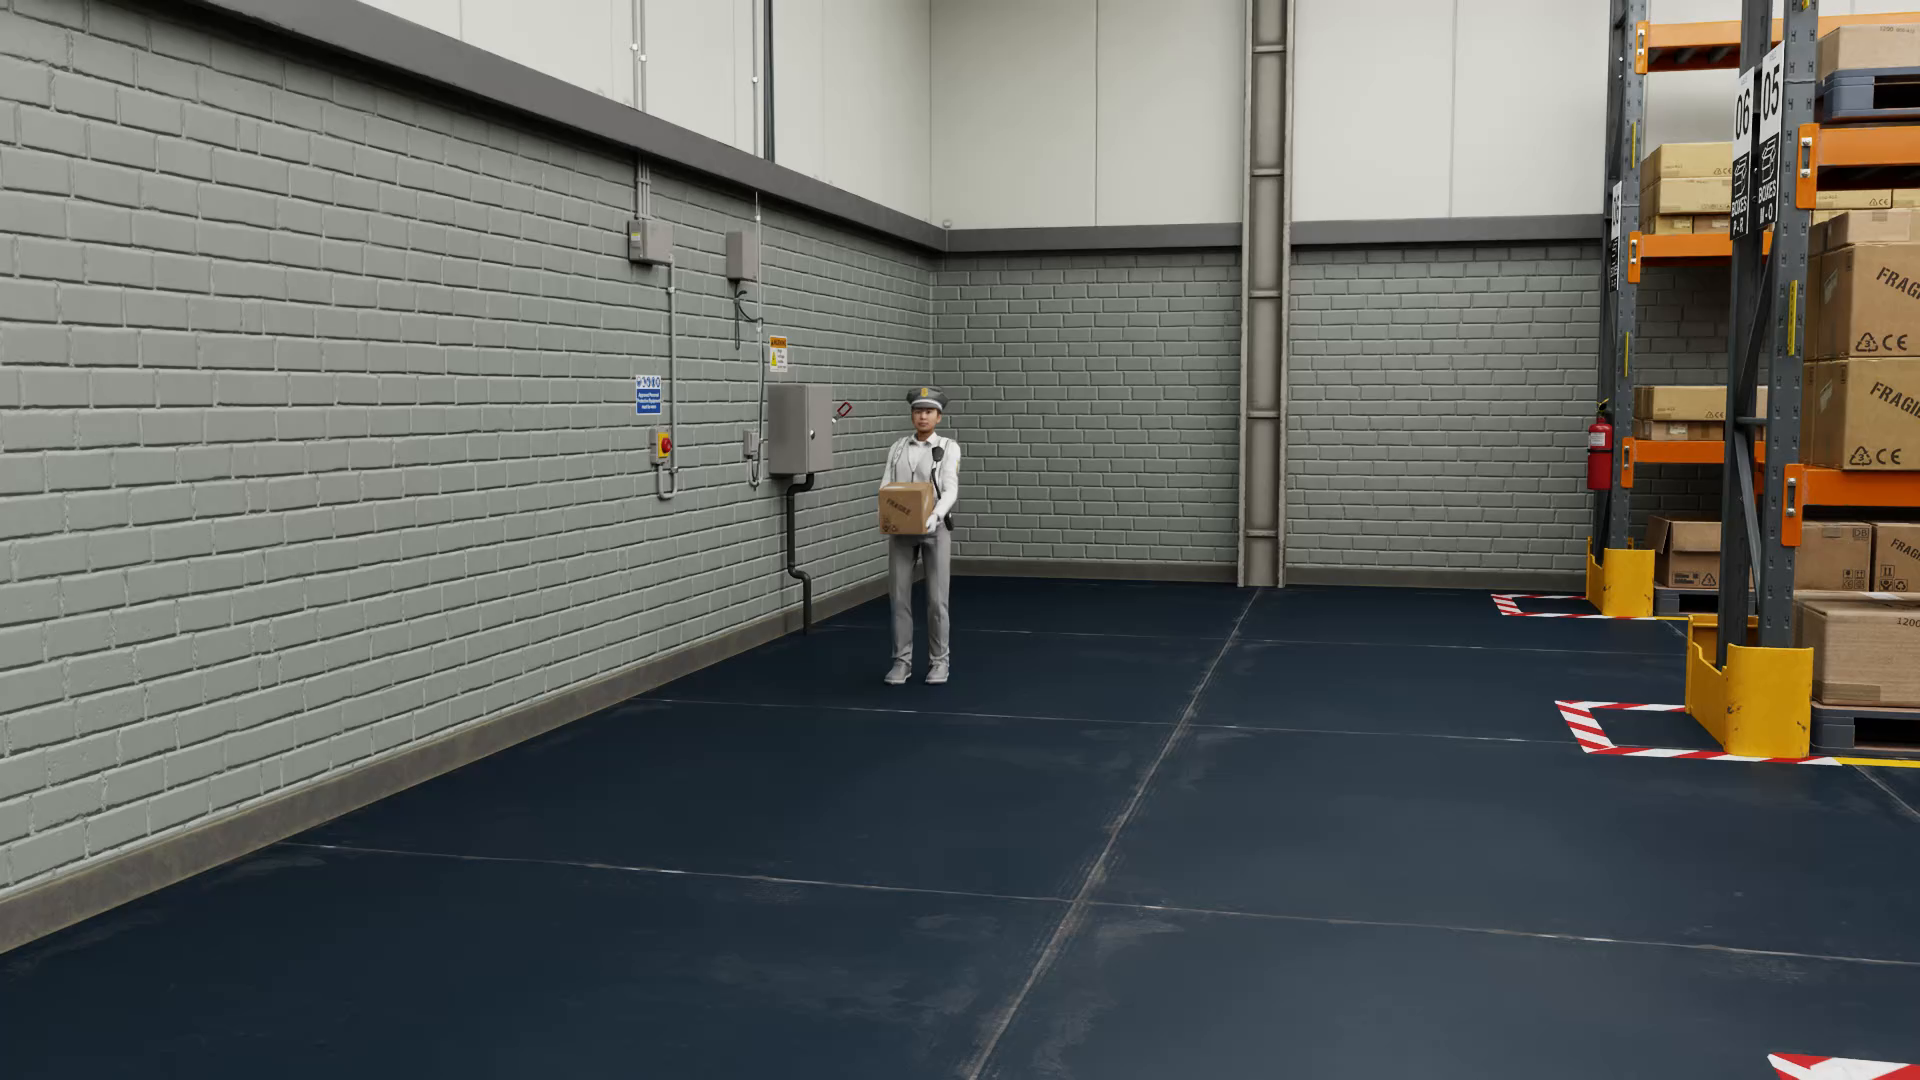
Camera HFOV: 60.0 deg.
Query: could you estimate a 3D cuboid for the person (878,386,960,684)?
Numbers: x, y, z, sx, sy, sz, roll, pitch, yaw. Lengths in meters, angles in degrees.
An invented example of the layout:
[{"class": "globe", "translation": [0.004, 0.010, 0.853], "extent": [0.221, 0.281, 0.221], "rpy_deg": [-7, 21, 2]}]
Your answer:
[{"class": "person", "translation": [-0.242, -0.028, 9.455], "extent": [0.460, 1.686, 0.564], "rpy_deg": [1, 5, 14]}]
